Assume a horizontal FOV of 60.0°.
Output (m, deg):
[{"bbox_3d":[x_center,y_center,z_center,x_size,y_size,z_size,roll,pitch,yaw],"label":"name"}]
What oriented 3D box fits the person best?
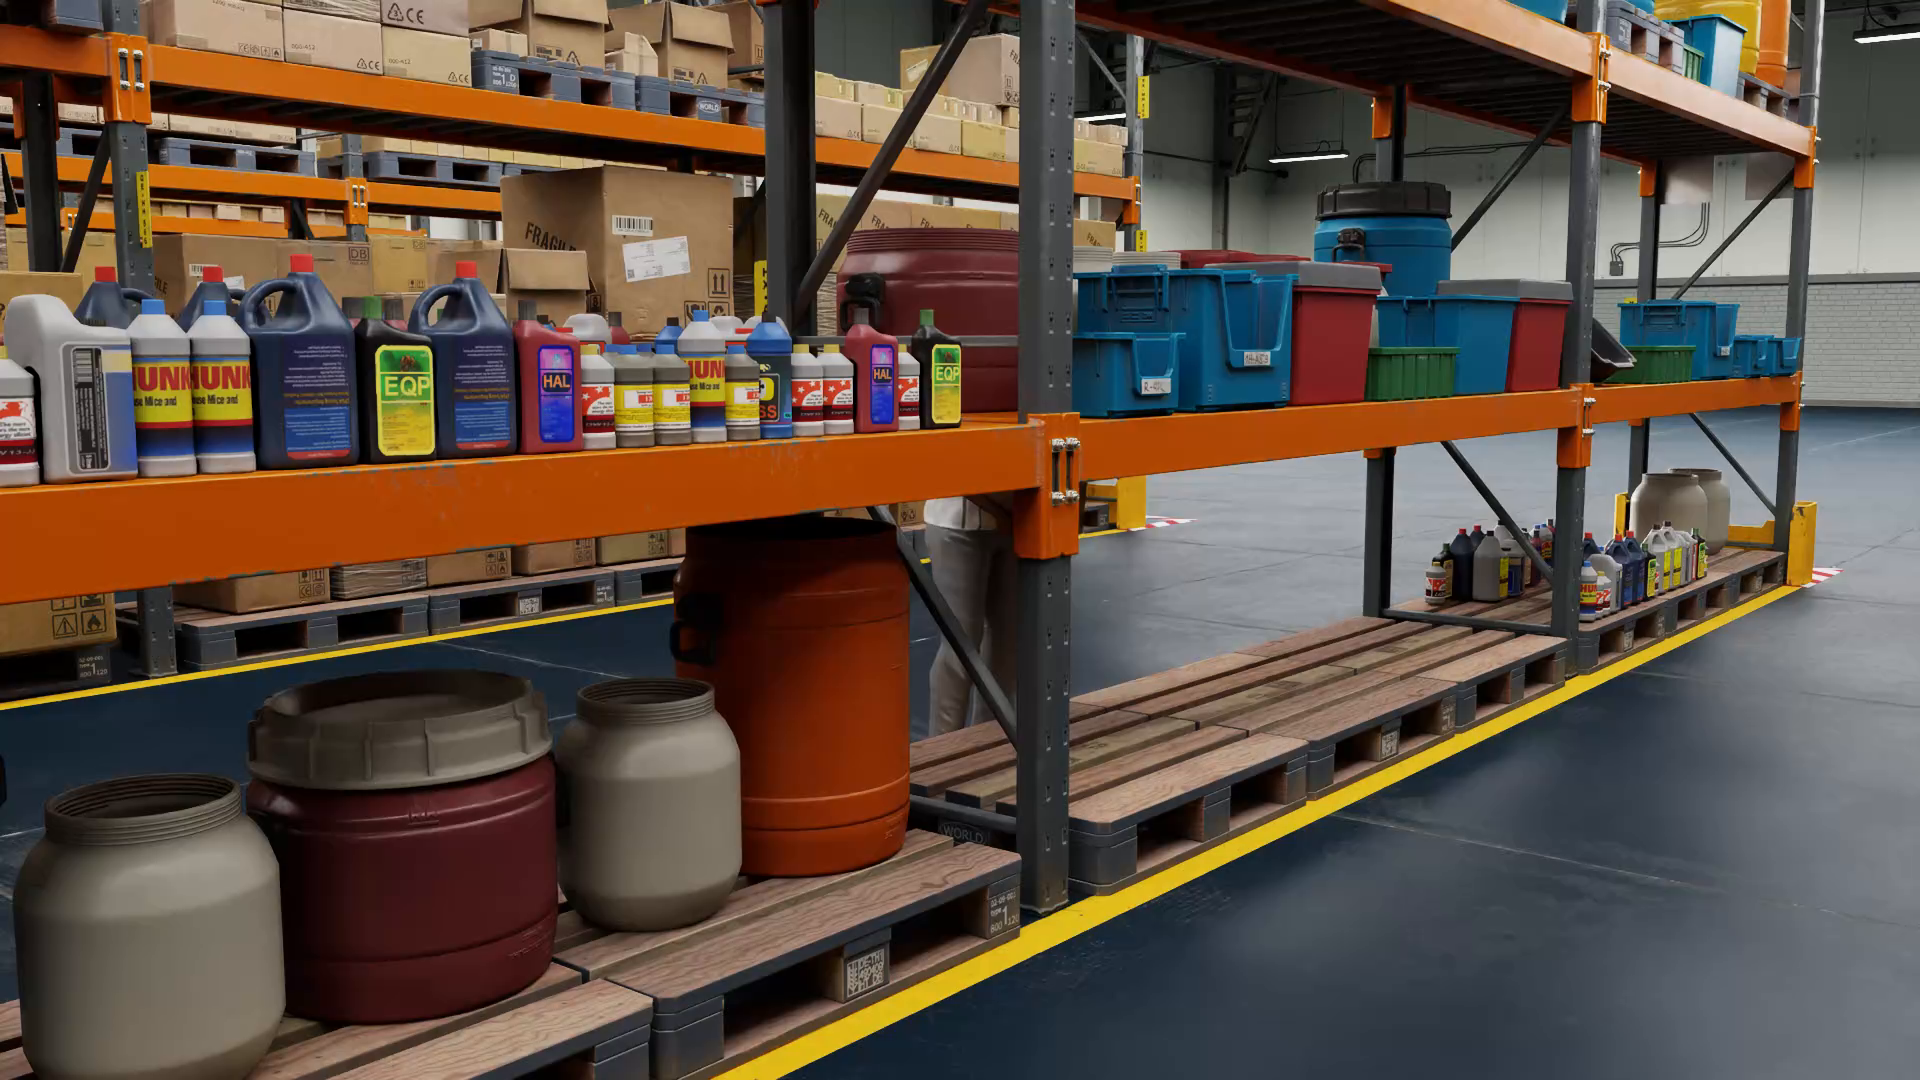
[{"bbox_3d":[0.119,-0.022,5.790,0.532,1.690,0.450,6,9,43],"label":"person"}]
